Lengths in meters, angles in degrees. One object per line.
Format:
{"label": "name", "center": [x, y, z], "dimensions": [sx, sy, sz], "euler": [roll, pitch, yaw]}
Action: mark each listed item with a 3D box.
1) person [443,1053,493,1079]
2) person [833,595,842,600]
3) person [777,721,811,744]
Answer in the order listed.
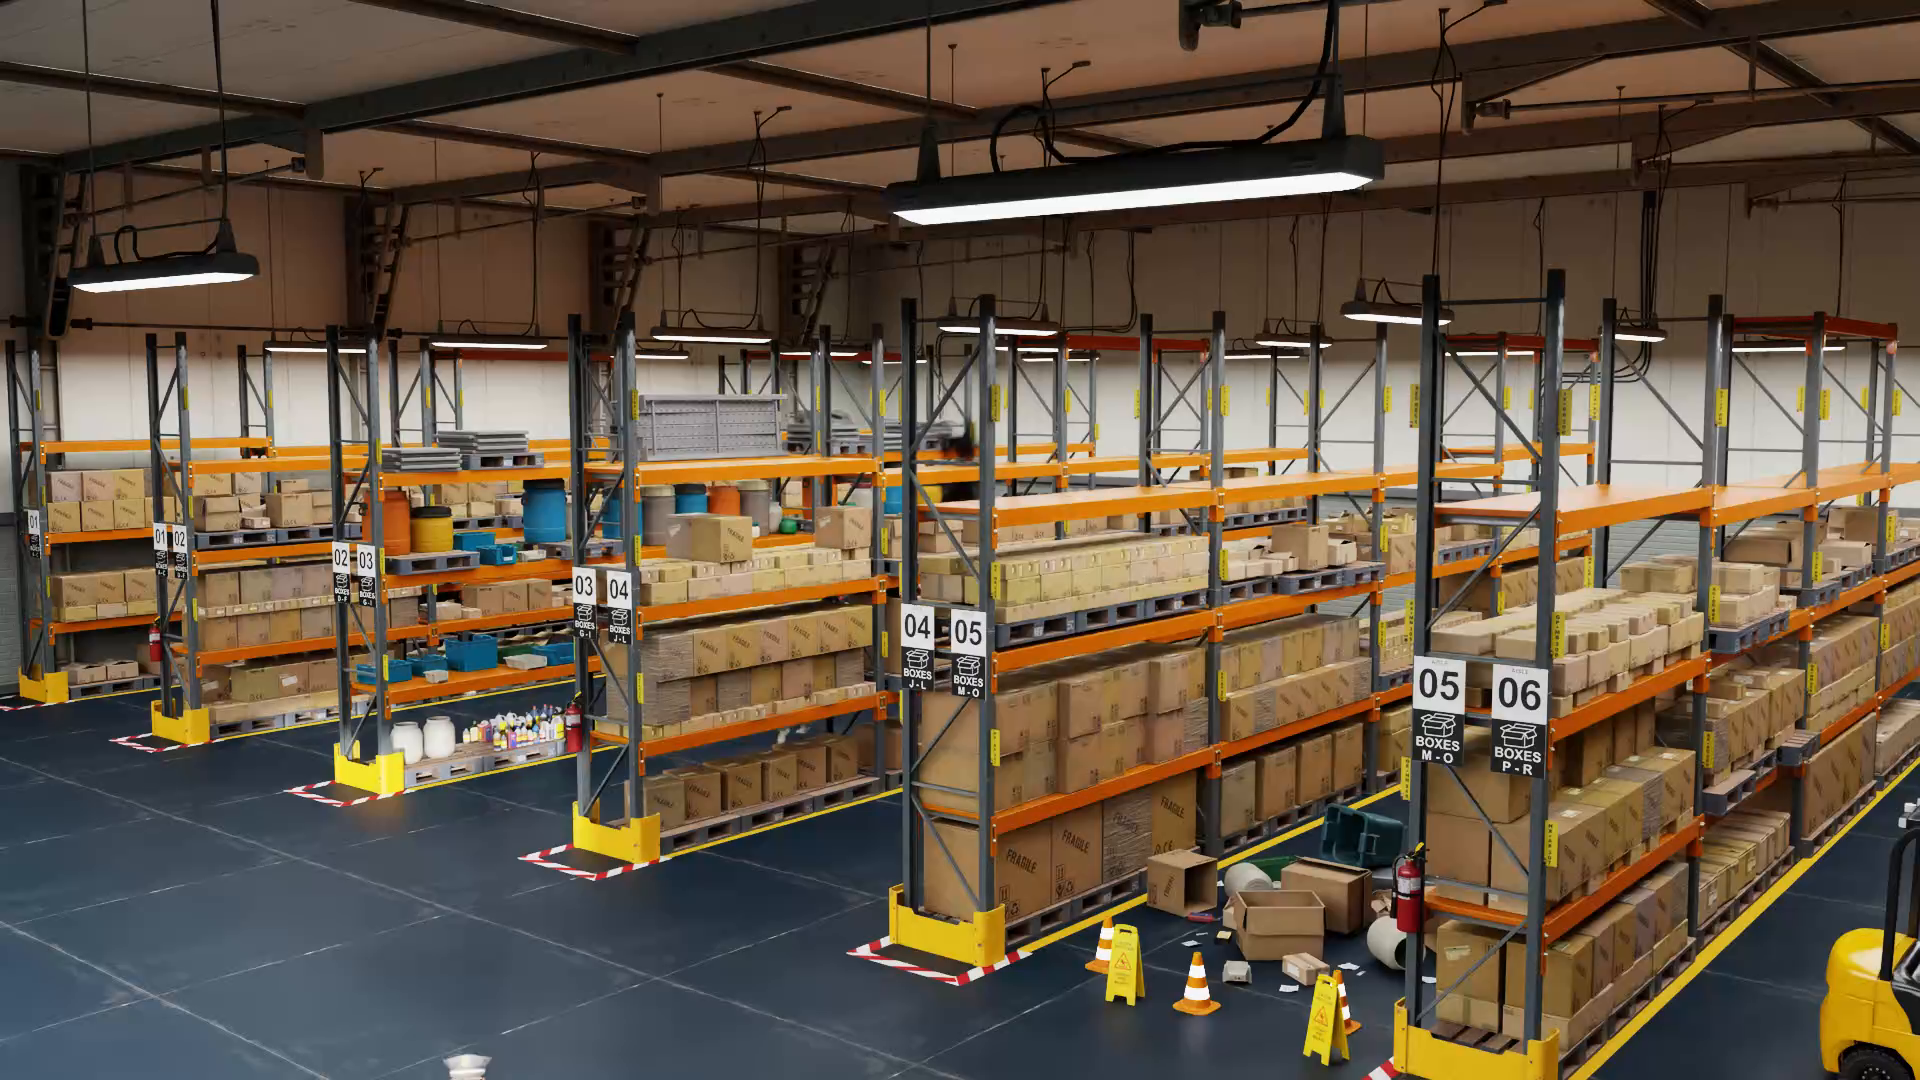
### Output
{"label": "person", "center": [-2.576, 3.529, 8.745], "dimensions": [0.598, 1.745, 0.733], "euler": [-1, 5, -12]}
{"label": "person", "center": [-2.608, 1.432, 32.454], "dimensions": [0.635, 1.616, 0.608], "euler": [3, 6, 26]}
{"label": "person", "center": [-2.359, 1.965, 23.269], "dimensions": [0.531, 1.768, 0.711], "euler": [3, 6, 29]}
